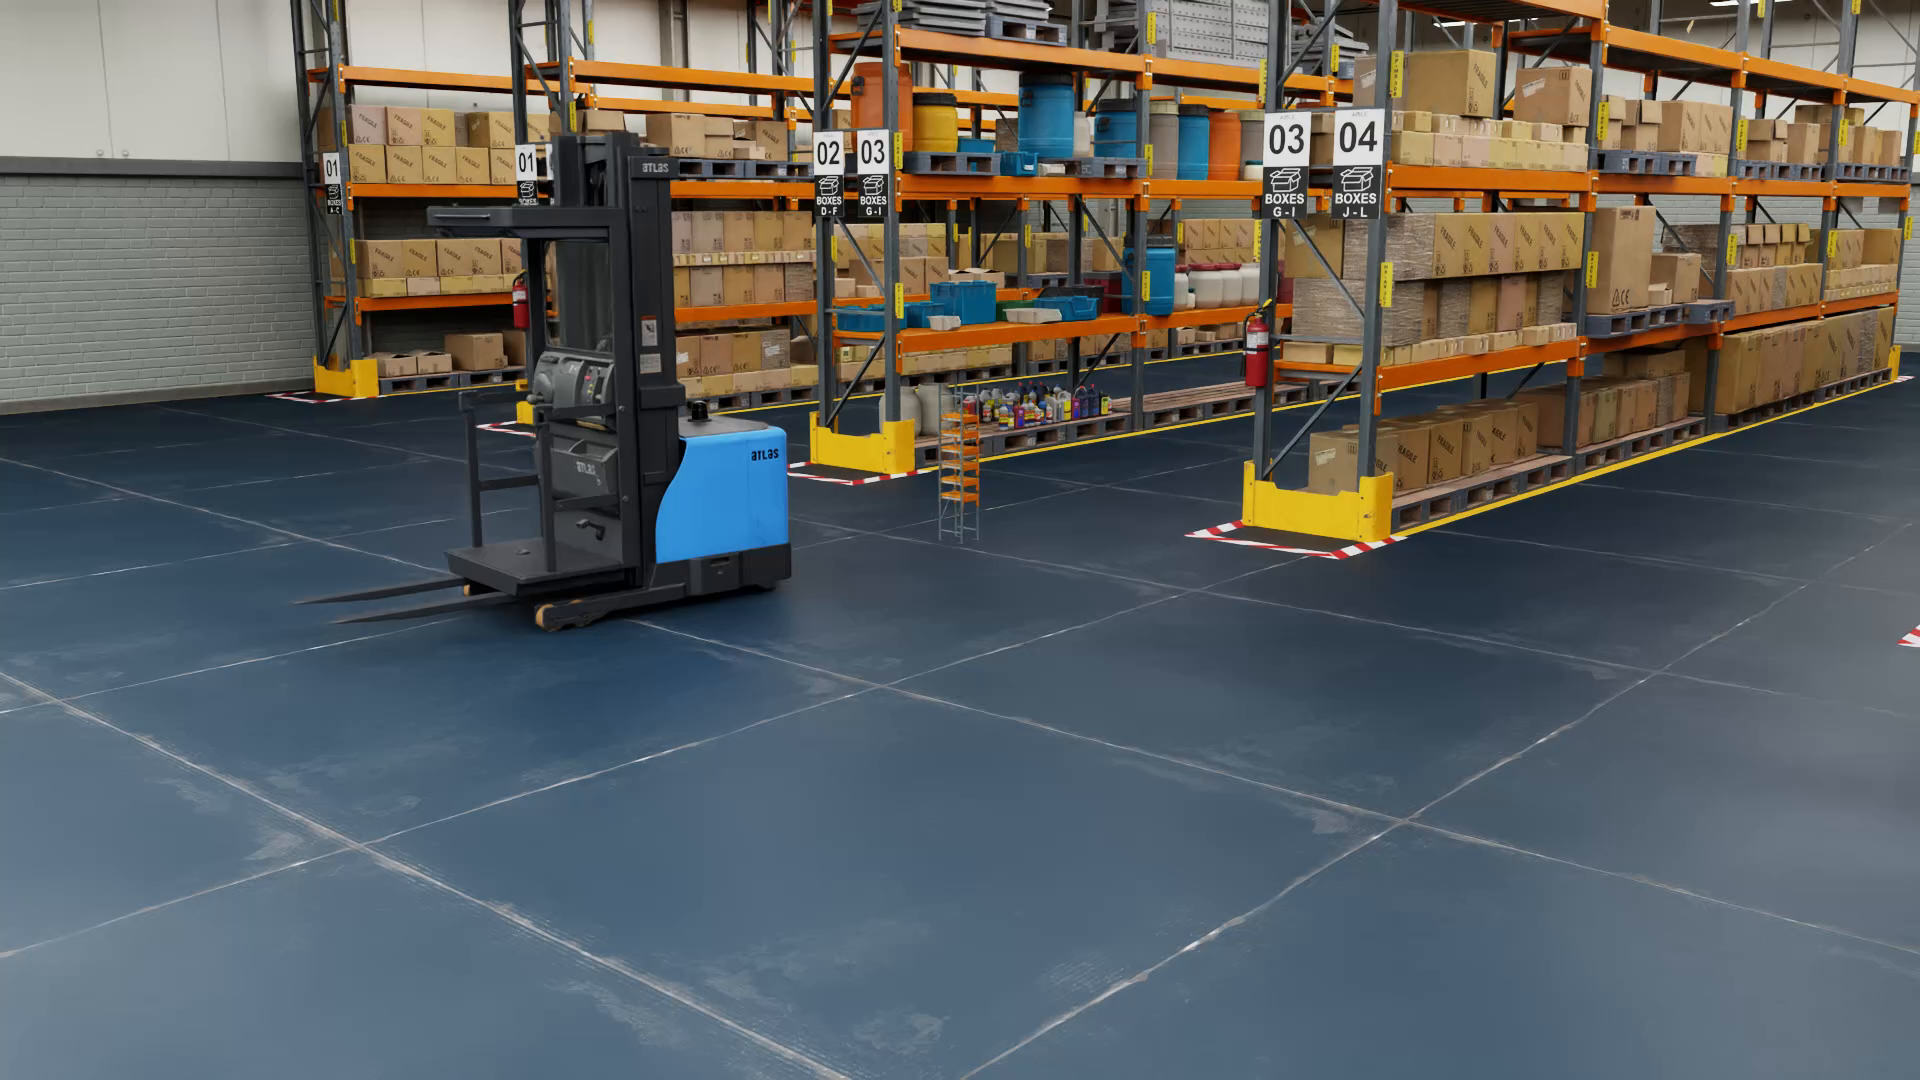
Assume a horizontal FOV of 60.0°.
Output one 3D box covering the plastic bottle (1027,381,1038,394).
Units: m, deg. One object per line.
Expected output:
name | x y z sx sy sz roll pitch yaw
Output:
plastic bottle | 0.817 -1.616 18.784 0.144 0.351 0.185 10 15 42

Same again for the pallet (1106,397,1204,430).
pallet | 2.151 -1.518 19.771 1.003 0.211 1.213 10 15 40

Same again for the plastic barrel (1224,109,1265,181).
plastic barrel | 3.597 -4.977 21.033 0.600 0.901 0.600 0 11 0

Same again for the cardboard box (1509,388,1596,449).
cardboard box | 5.804 -1.202 16.328 0.700 0.500 0.500 8 14 36

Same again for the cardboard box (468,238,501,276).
cardboard box | -6.868 -4.016 23.579 0.500 0.500 0.500 10 15 42

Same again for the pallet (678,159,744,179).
pallet | -3.405 -4.526 20.278 1.003 0.211 1.213 10 15 40

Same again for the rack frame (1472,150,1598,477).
rack frame | 5.382 -2.124 15.688 1.000 3.000 0.127 10 15 40

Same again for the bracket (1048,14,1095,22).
bracket | 1.555 -10.538 33.309 0.076 0.066 4.783 10 15 40

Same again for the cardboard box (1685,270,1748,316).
cardboard box | 8.548 -2.798 18.806 0.500 0.500 0.500 10 15 42

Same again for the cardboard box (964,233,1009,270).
cardboard box | 0.357 -5.554 32.094 0.980 0.700 0.700 9 15 39

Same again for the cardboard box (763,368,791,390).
cardboard box | -2.536 -2.094 21.486 0.500 0.250 0.500 10 15 40

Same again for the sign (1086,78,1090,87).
sign | 2.540 -9.177 33.098 0.100 0.325 0.005 10 15 40

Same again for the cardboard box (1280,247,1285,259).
cardboard box | 5.774 -5.119 30.427 0.500 0.500 0.500 10 15 42

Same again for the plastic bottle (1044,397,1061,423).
plastic bottle | 1.003 -1.413 17.960 0.152 0.276 0.135 10 15 41

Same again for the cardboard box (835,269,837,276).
cardboard box | -2.336 -4.603 28.690 0.380 0.149 0.250 10 15 42

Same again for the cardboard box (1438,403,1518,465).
cardboard box | 4.716 -0.965 15.196 0.500 0.500 0.500 -7 13 -30

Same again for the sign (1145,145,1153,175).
sign | 2.068 -4.167 18.235 0.100 0.325 0.005 10 15 40

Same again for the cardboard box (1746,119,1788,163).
cardboard box | 9.355 -4.743 19.808 0.797 0.503 0.637 10 15 40

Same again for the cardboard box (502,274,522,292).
cardboard box | -6.520 -3.725 24.032 0.500 0.250 0.500 10 15 40

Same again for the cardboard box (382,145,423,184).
cardboard box | -7.631 -5.078 22.512 0.500 0.500 0.500 -11 16 -44

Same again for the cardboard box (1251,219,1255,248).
cardboard box | 5.106 -5.458 29.571 0.500 0.500 0.500 10 15 42

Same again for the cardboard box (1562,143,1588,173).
cardboard box | 5.278 -3.421 14.904 0.500 0.250 0.500 11 15 42

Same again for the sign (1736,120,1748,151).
sign | 8.429 -4.367 17.937 0.100 0.325 0.005 10 15 40

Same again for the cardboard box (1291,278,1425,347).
cardboard box | 3.126 -1.808 13.090 0.875 0.500 0.500 10 15 40

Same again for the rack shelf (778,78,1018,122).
rack shelf | -0.736 -6.093 23.098 1.077 0.370 4.000 10 15 40

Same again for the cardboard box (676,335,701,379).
cardboard box | -3.527 -2.241 20.308 0.500 0.500 0.500 10 15 40

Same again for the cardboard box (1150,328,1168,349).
cardboard box | 3.114 -3.463 27.649 0.500 0.500 0.500 10 15 40

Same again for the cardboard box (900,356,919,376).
cardboard box | -0.926 -2.442 23.227 0.500 0.250 0.500 9 15 39

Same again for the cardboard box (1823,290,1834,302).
cardboard box | 11.108 -3.178 21.608 0.380 0.149 0.250 10 15 40

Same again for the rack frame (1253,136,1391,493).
rack frame | 2.742 -1.536 12.741 1.000 3.000 0.127 10 15 40

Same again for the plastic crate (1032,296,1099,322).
plastic crate | 1.135 -2.494 17.917 0.499 0.251 0.616 10 15 40

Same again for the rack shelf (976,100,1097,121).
rack shelf | 1.904 -6.681 26.045 1.077 0.370 4.000 10 15 40

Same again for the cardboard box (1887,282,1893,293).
cardboard box | 13.146 -3.633 23.884 0.380 0.149 0.250 10 15 41

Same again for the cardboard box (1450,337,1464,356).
cardboard box | 3.929 -1.608 13.746 0.380 0.149 0.250 10 15 40

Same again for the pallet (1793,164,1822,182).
pallet | 10.095 -4.537 20.598 0.805 0.209 1.217 9 14 38

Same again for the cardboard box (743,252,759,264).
cardboard box | -2.748 -3.555 20.942 0.380 0.149 0.250 10 15 40

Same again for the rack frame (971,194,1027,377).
rack frame | 0.584 -3.994 25.049 1.000 3.000 0.127 10 15 40

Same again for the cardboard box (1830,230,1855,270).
cardboard box | 11.502 -3.850 22.038 0.500 0.500 0.500 10 15 40

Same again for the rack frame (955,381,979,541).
rack frame | 0.051 -0.600 12.650 0.240 1.200 0.006 10 15 40

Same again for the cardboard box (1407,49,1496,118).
cardboard box | 3.925 -3.630 13.278 0.500 0.500 0.500 10 15 40

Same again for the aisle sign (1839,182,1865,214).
aisle sign | 13.126 -5.214 24.520 0.394 0.787 0.004 10 15 40

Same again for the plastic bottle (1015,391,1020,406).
plastic bottle | 0.624 -1.523 18.520 0.097 0.271 0.097 0 11 0

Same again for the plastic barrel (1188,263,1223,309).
plastic barrel | 2.942 -3.051 19.984 0.433 0.535 0.433 0 11 0

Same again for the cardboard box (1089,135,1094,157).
cardboard box | 1.958 -6.096 26.334 0.600 0.600 0.600 9 14 38

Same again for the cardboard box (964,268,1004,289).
cardboard box | 0.311 -3.902 24.819 0.500 0.311 0.500 11 16 44

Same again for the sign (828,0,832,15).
sign | -1.656 -6.808 21.031 0.100 0.325 0.005 10 15 40

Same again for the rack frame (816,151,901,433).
rack frame | -0.979 -2.176 15.947 1.000 3.000 0.127 10 15 40

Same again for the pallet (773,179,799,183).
pallet | -2.754 -6.114 28.487 1.213 0.211 1.003 11 16 43

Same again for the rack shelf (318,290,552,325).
rack shelf | -7.100 -3.398 23.904 1.077 0.370 4.000 10 15 40

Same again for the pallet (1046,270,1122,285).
pallet | 1.864 -4.187 26.504 1.003 0.211 1.213 10 15 40

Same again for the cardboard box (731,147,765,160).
cardboard box | -2.647 -4.815 20.713 0.380 0.149 0.250 10 15 40

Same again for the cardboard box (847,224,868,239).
cardboard box | -1.965 -5.393 29.074 0.500 0.250 0.500 10 15 41

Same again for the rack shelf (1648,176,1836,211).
rack shelf | 9.343 -4.125 19.884 1.077 0.370 4.000 10 15 40

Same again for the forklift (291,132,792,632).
forklift | -2.568 -1.002 10.243 3.031 2.935 1.130 -10 15 -40

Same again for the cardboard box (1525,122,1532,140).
cardboard box | 4.651 -3.484 14.202 0.380 0.149 0.250 11 15 42

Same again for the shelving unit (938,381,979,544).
shelving unit | -0.010 -0.586 12.583 0.258 1.200 0.189 10 15 40
